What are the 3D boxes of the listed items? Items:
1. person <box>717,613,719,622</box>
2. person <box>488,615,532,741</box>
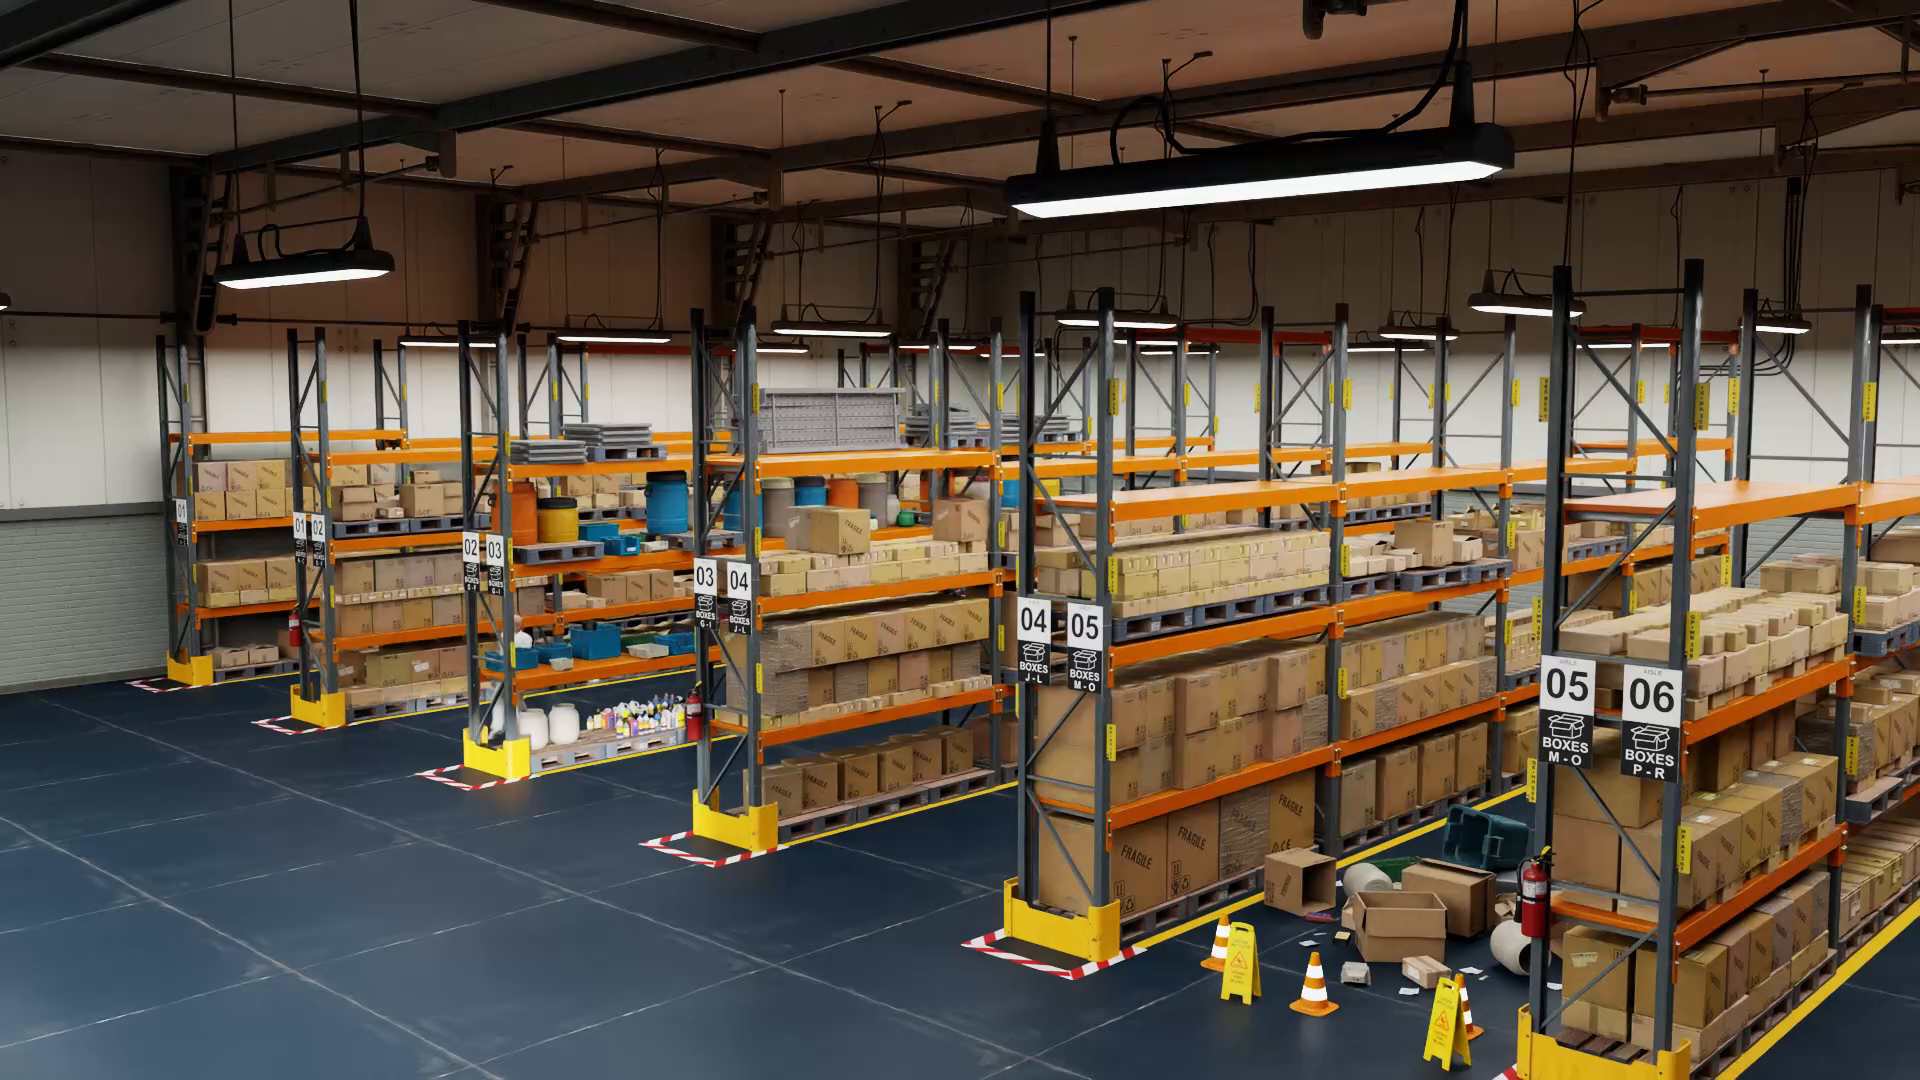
[{"bbox_3d":[-5.227,1.104,34.421,0.431,1.617,1.045,5,7,42],"label":"person"},{"bbox_3d":[-6.618,1.990,24.341,0.617,1.751,0.704,2,6,21],"label":"person"}]
